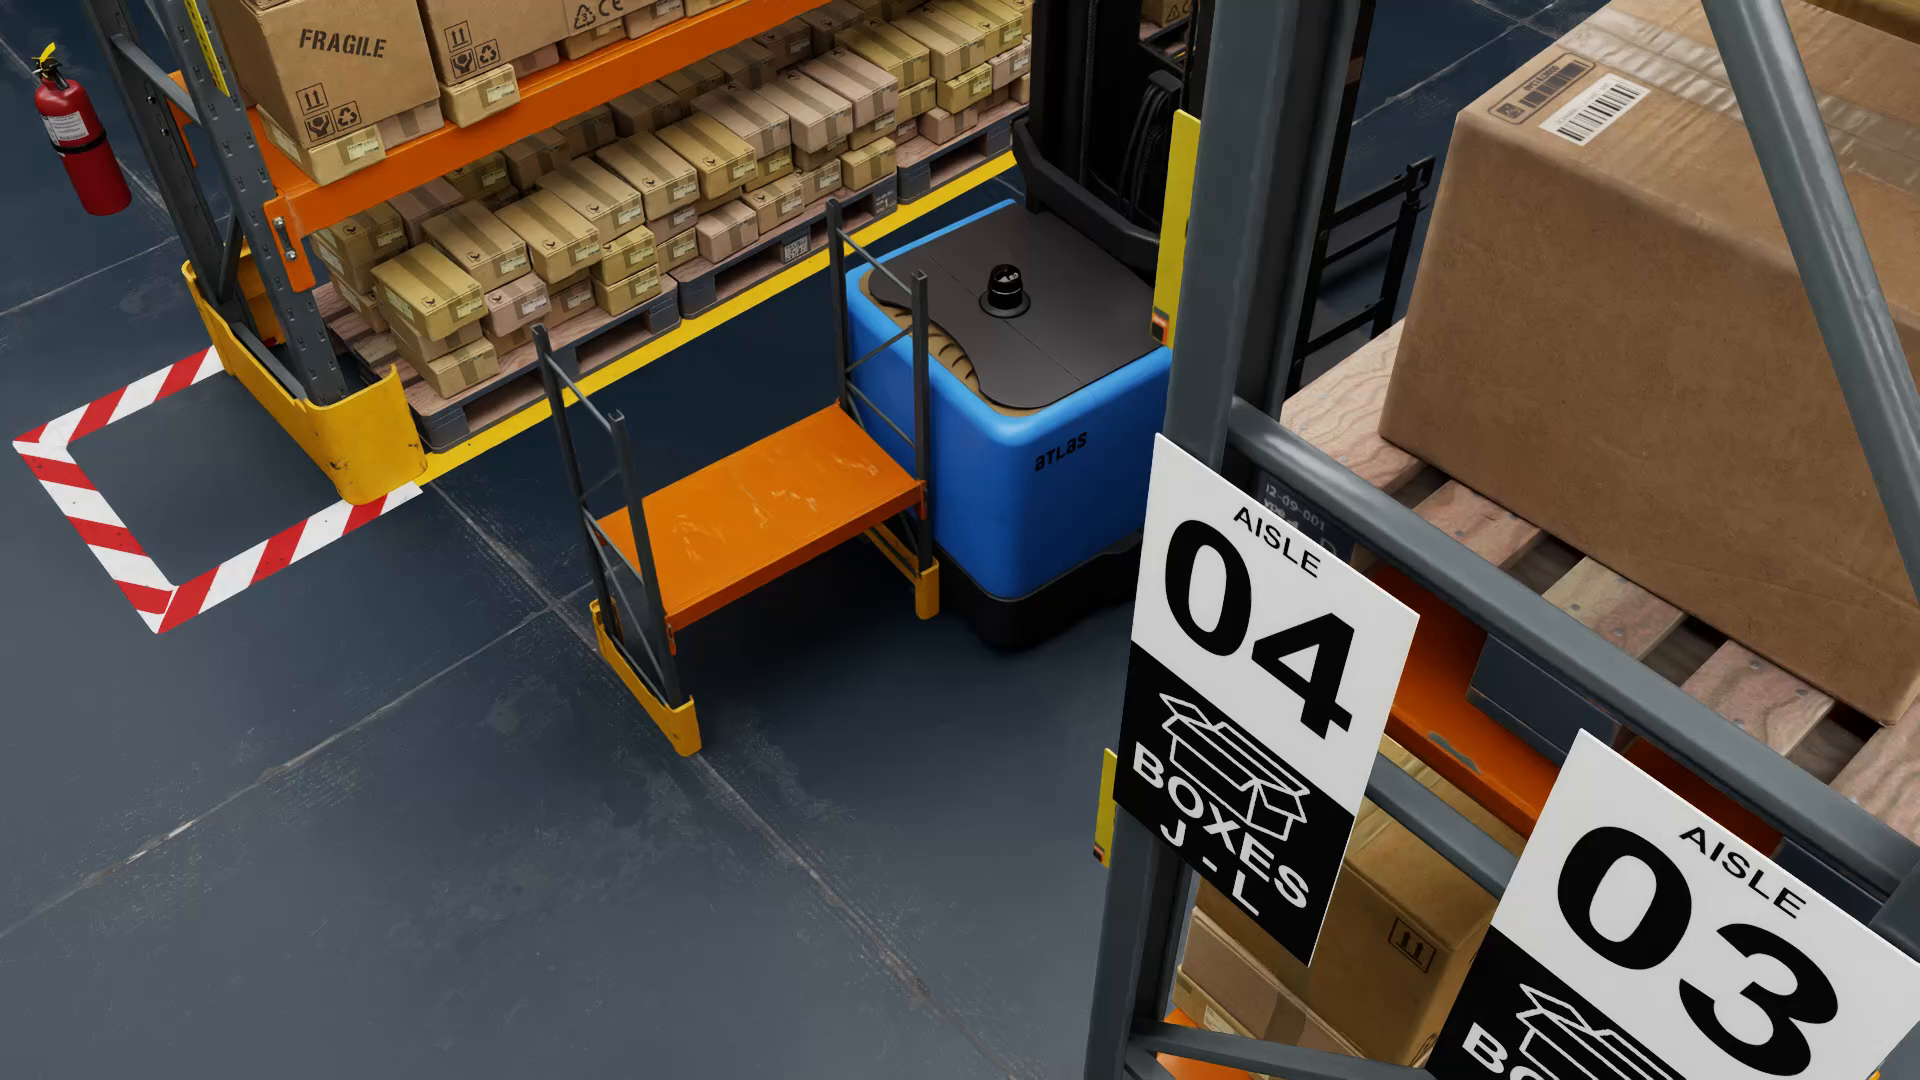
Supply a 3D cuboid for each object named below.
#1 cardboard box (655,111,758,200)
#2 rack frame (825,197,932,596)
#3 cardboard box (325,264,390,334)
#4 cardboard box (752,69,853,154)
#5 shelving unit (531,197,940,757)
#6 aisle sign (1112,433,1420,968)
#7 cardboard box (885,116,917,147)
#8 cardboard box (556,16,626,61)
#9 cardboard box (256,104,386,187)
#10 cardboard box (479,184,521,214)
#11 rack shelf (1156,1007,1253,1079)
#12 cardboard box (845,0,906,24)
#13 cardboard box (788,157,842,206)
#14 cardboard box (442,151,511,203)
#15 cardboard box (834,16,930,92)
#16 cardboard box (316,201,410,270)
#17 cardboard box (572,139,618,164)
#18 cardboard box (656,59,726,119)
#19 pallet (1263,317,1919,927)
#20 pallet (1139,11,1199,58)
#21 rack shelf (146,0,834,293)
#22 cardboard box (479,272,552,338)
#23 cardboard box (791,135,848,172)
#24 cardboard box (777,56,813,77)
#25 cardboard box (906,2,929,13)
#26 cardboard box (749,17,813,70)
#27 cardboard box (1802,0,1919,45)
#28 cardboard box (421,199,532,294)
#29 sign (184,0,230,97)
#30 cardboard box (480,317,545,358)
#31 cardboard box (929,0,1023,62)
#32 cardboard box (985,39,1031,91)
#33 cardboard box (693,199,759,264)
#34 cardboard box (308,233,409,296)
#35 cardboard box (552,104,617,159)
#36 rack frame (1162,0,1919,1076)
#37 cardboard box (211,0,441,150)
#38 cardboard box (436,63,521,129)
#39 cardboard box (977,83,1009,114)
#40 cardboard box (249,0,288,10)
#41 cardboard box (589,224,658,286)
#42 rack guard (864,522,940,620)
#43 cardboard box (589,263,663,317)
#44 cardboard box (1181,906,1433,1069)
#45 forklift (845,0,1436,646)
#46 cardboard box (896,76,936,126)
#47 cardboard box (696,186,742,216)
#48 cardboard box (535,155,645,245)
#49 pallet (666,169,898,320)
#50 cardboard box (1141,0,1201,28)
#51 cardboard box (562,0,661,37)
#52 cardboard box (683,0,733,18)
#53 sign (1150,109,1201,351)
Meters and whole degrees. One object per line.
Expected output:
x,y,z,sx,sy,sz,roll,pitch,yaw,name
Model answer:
-1.058,-1.607,6.941,0.250,0.149,0.380,-33,55,-27,cardboard box
-0.259,-0.413,5.611,0.032,1.500,0.500,-29,54,-24,rack frame
-2.386,-1.043,6.826,0.250,0.149,0.380,-33,55,-27,cardboard box
-0.679,-1.847,7.162,0.250,0.149,0.380,-36,57,-28,cardboard box
-0.672,-0.184,5.400,1.083,1.500,0.587,-29,54,-24,shelving unit
0.372,0.244,2.215,0.004,0.787,0.394,-34,56,-27,aisle sign
-0.414,-1.955,7.667,0.250,0.149,0.380,-35,56,-28,cardboard box
-1.463,-1.967,6.194,0.250,0.149,0.380,-34,56,-27,cardboard box
-2.175,-1.391,5.663,0.250,0.149,0.380,-34,56,-27,cardboard box
-2.053,-1.445,6.994,0.250,0.149,0.380,-36,57,-28,cardboard box
2.107,0.508,4.230,4.000,0.370,1.077,-34,56,-27,rack shelf
-0.467,-2.536,7.798,0.250,0.149,0.380,-34,56,-28,cardboard box
-0.740,-1.664,7.399,0.250,0.149,0.380,-33,55,-27,cardboard box
-2.083,-1.561,6.899,0.250,0.149,0.380,-35,56,-28,cardboard box
-0.350,-2.171,7.461,0.250,0.149,0.380,-32,55,-26,cardboard box
-2.414,-1.271,6.631,0.250,0.149,0.380,-33,55,-27,cardboard box
-1.679,-1.708,7.236,0.250,0.149,0.380,-33,55,-27,cardboard box
-1.243,-2.033,7.334,0.250,0.149,0.380,-33,56,-27,cardboard box
1.169,-0.107,2.327,1.213,0.211,1.003,-34,56,-27,pallet
0.900,-2.912,8.793,1.213,0.211,1.003,-34,56,-27,pallet
-1.155,-2.239,6.764,4.000,0.370,1.077,-34,56,-27,rack shelf
-1.834,-0.995,6.579,0.250,0.149,0.380,-34,56,-27,cardboard box
-0.712,-1.808,7.329,0.380,0.149,0.250,36,57,29,cardboard box
-0.863,-2.174,7.667,0.250,0.149,0.380,-31,55,-26,cardboard box
-0.286,-2.569,8.031,0.250,0.149,0.380,-33,56,-27,cardboard box
-0.888,-2.313,7.592,0.250,0.149,0.380,-33,55,-26,cardboard box
1.473,-0.473,2.183,0.500,0.500,0.700,-36,57,-28,cardboard box
-1.896,-1.147,6.517,0.250,0.149,0.380,-33,55,-27,cardboard box
-2.270,-1.493,4.997,0.005,0.325,0.100,-34,56,-27,sign
-1.893,-0.929,6.720,0.250,0.149,0.380,-34,56,-27,cardboard box
0.074,-2.384,7.658,0.250,0.149,0.380,-33,55,-27,cardboard box
0.114,-2.279,7.764,0.380,0.149,0.250,36,57,29,cardboard box
-1.084,-1.376,7.132,0.380,0.149,0.250,36,57,29,cardboard box
-2.436,-1.187,6.756,0.250,0.149,0.380,-35,56,-28,cardboard box
-1.688,-1.818,7.136,0.250,0.149,0.380,-32,55,-26,cardboard box
0.627,-0.781,0.848,0.127,3.000,1.000,-34,56,-27,rack frame
-2.117,-1.701,5.508,0.500,0.500,0.500,-31,55,-26,cardboard box
-1.779,-1.643,5.896,0.250,0.149,0.380,-35,56,-28,cardboard box
0.015,-2.185,7.879,0.250,0.149,0.380,-32,55,-26,cardboard box
-2.124,-2.046,5.146,0.500,0.500,0.500,-34,56,-27,cardboard box
-1.450,-1.232,6.797,0.250,0.149,0.380,-32,55,-26,cardboard box
-0.274,0.019,6.062,0.087,0.250,0.587,-29,54,-24,rack guard
-1.451,-1.122,6.898,0.250,0.149,0.380,-33,55,-27,cardboard box
0.807,0.819,3.353,0.500,0.250,0.500,-35,56,-28,cardboard box
1.040,-1.519,5.657,3.031,2.935,1.130,-29,54,-24,forklift
-0.324,-2.066,7.567,0.250,0.149,0.380,-33,55,-27,cardboard box
-1.144,-1.571,7.110,0.250,0.149,0.380,-31,54,-25,cardboard box
-1.495,-1.370,6.722,0.380,0.149,0.250,36,57,29,cardboard box
-1.052,-1.569,7.554,1.213,0.211,1.003,-34,56,-27,pallet
1.050,-2.988,8.381,0.500,0.500,0.500,-32,55,-26,cardboard box
-1.367,-2.214,5.982,0.500,0.500,0.500,-33,55,-27,cardboard box
-1.055,-2.190,6.400,0.250,0.149,0.380,-32,55,-26,cardboard box
0.272,-0.340,1.933,0.005,0.325,0.100,-34,56,-27,sign
